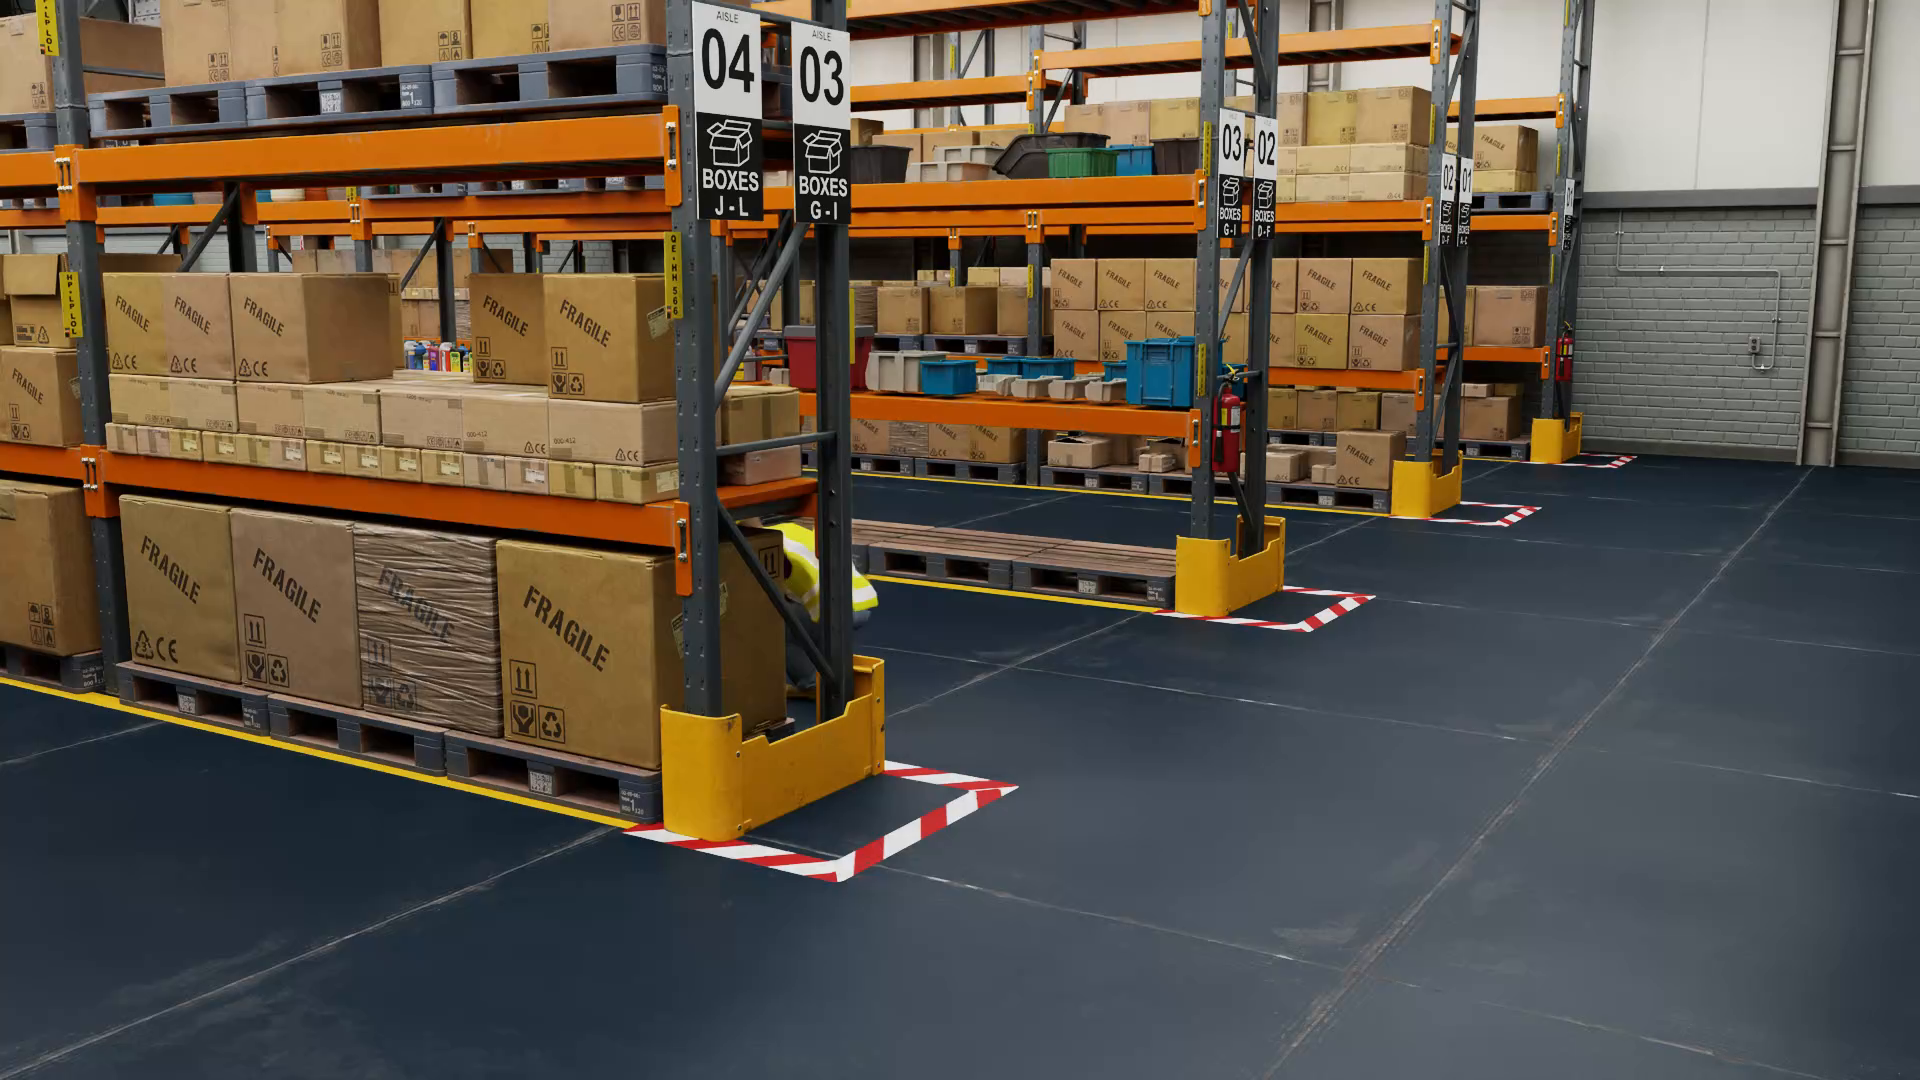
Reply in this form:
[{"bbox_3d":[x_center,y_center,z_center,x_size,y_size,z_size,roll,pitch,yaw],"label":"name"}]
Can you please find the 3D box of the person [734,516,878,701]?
[{"bbox_3d":[-0.897,0.313,8.782,0.901,1.000,0.585,6,11,31],"label":"person"}]
